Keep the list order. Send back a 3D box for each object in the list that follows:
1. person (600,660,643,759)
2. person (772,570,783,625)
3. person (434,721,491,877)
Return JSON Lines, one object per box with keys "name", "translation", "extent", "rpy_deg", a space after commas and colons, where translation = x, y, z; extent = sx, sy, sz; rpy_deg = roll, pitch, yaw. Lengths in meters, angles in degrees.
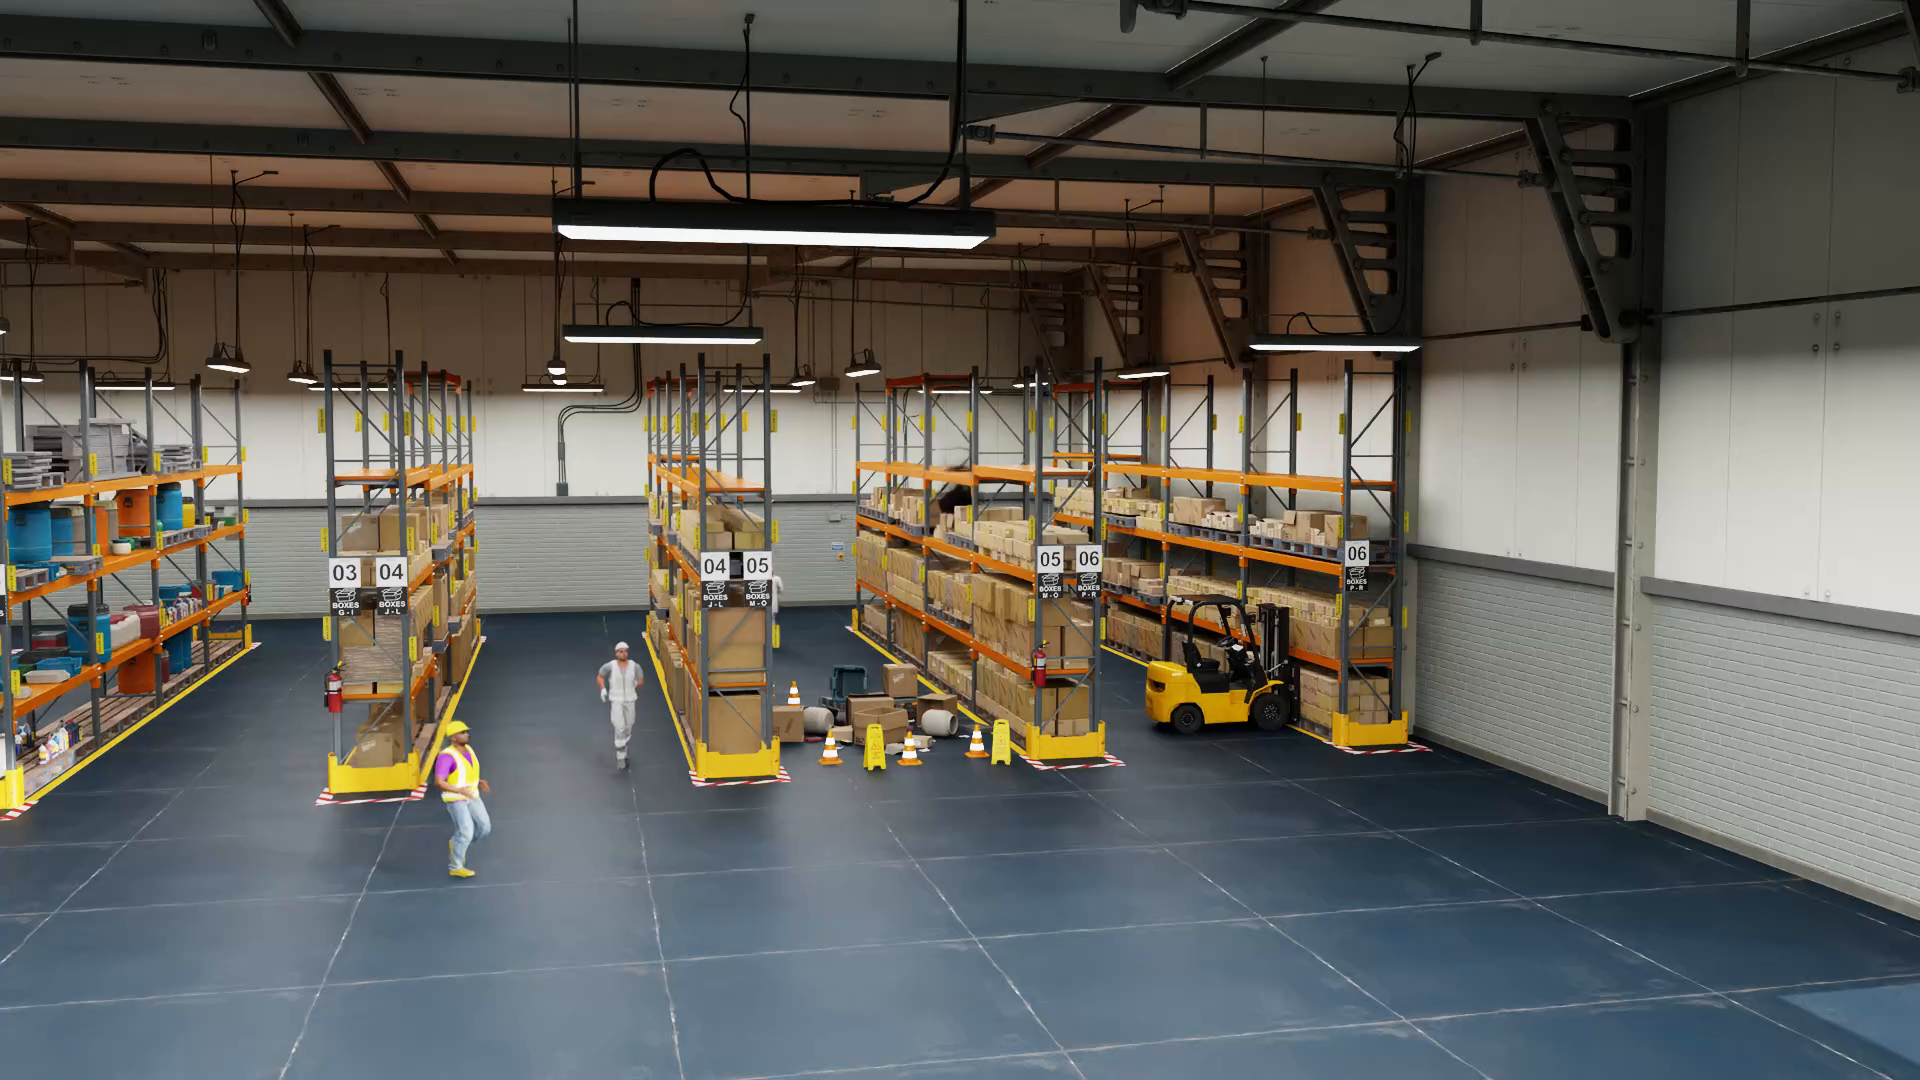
{"name": "person", "translation": [-4.950, 2.463, 24.423], "extent": [0.622, 1.458, 0.740], "rpy_deg": [-2, 4, -24]}
{"name": "person", "translation": [-4.367, 1.486, 38.044], "extent": [0.687, 1.832, 0.822], "rpy_deg": [-1, 4, -20]}
{"name": "person", "translation": [-5.488, 2.862, 18.426], "extent": [0.554, 1.723, 0.747], "rpy_deg": [1, 4, 19]}
